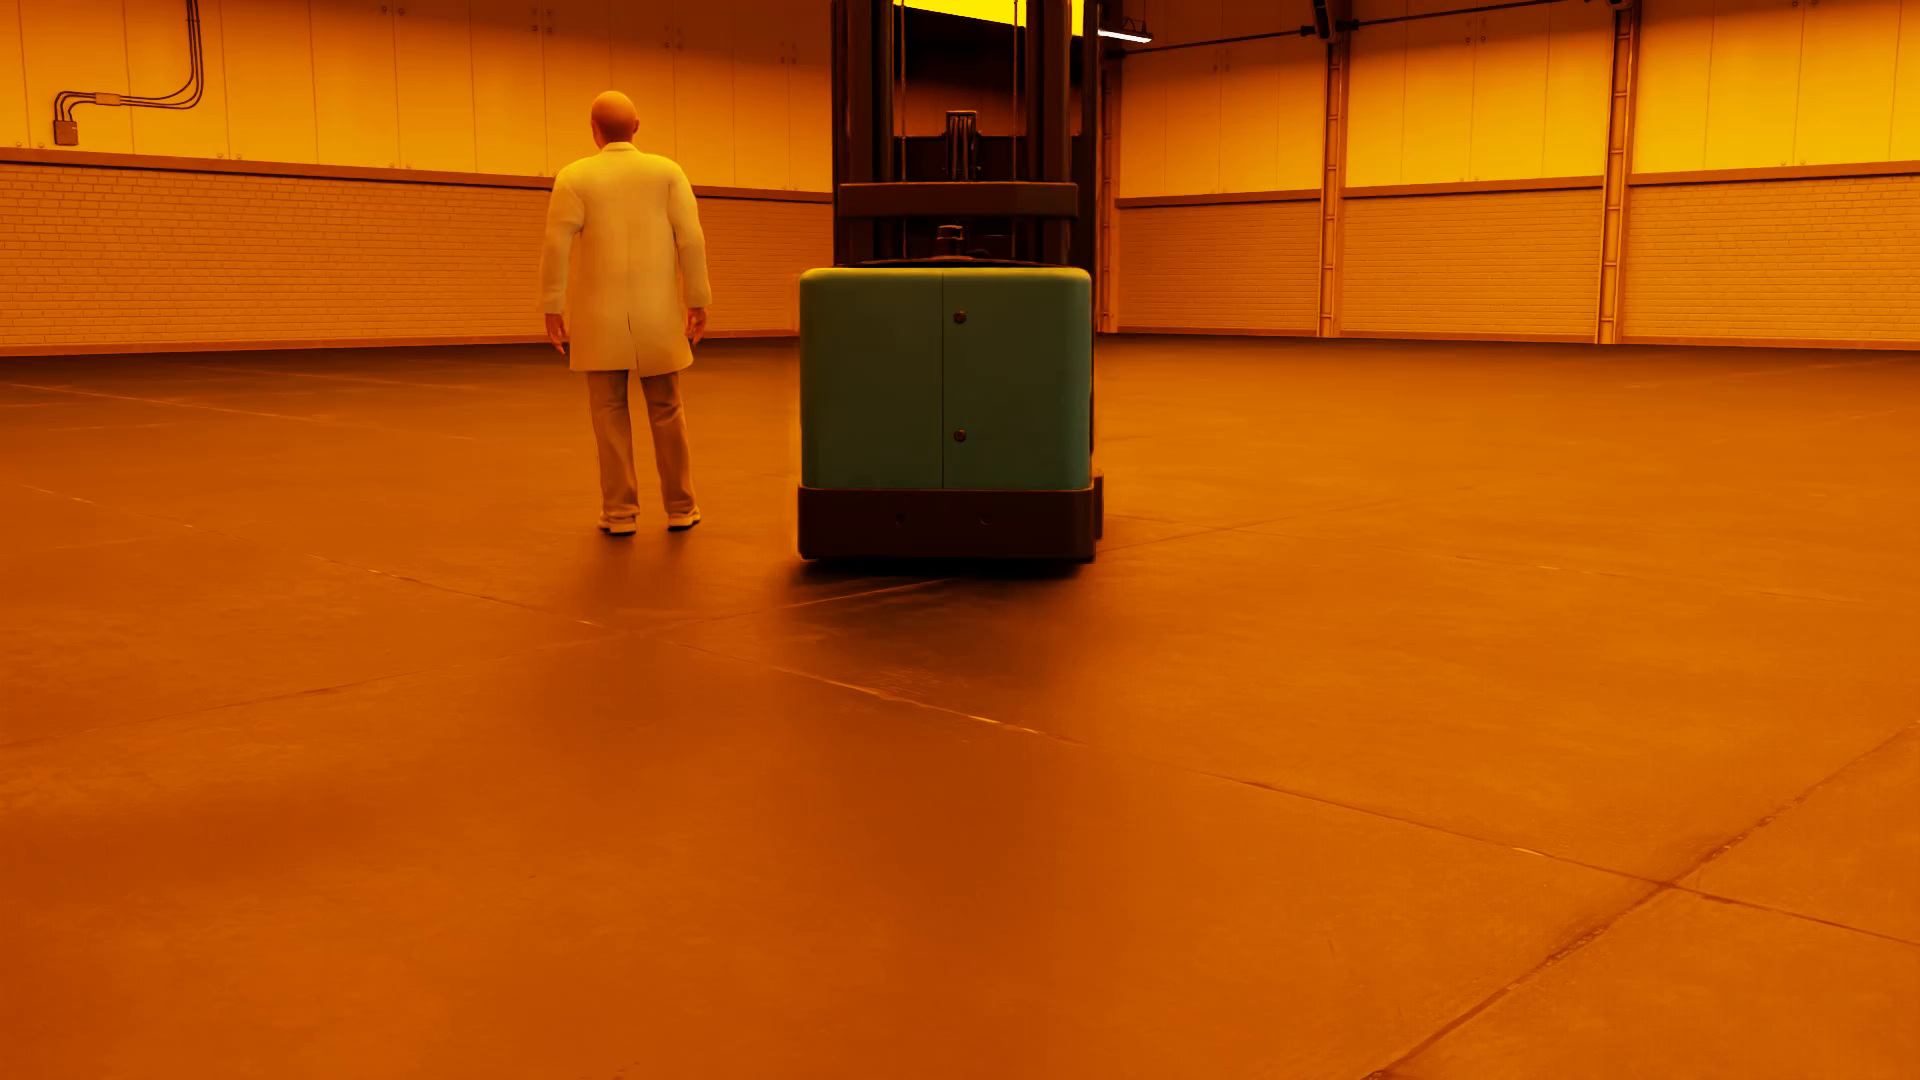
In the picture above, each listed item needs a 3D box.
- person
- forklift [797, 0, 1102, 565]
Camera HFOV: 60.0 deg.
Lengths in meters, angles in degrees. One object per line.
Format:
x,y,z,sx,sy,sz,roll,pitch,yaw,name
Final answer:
-1.392,-0.928,6.893,0.707,1.781,0.551,-2,9,-15,person
0.033,-1.540,7.102,1.130,2.935,3.031,1,9,3,forklift
